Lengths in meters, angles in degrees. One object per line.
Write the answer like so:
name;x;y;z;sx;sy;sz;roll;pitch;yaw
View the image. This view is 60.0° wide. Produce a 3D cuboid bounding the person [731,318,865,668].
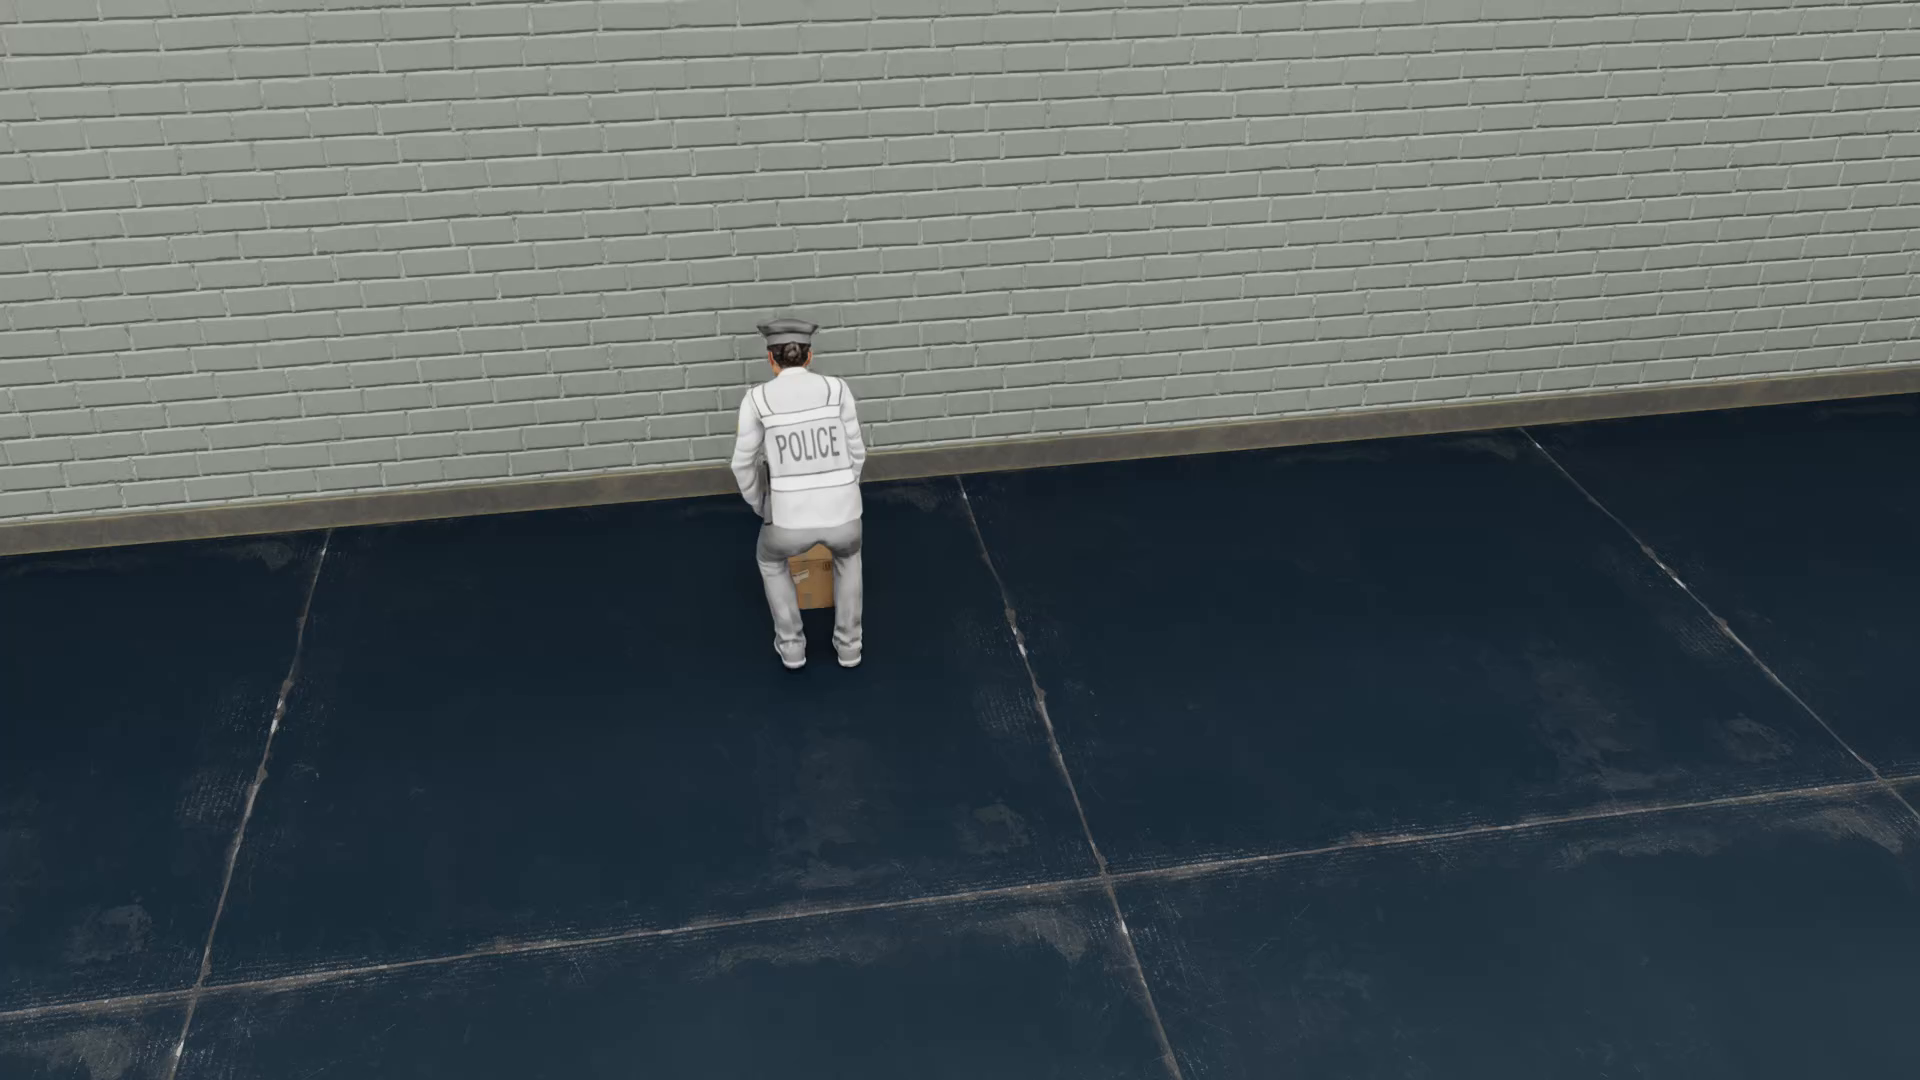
person;-0.632;-0.157;6.633;0.534;1.429;0.674;-5;31;-9
